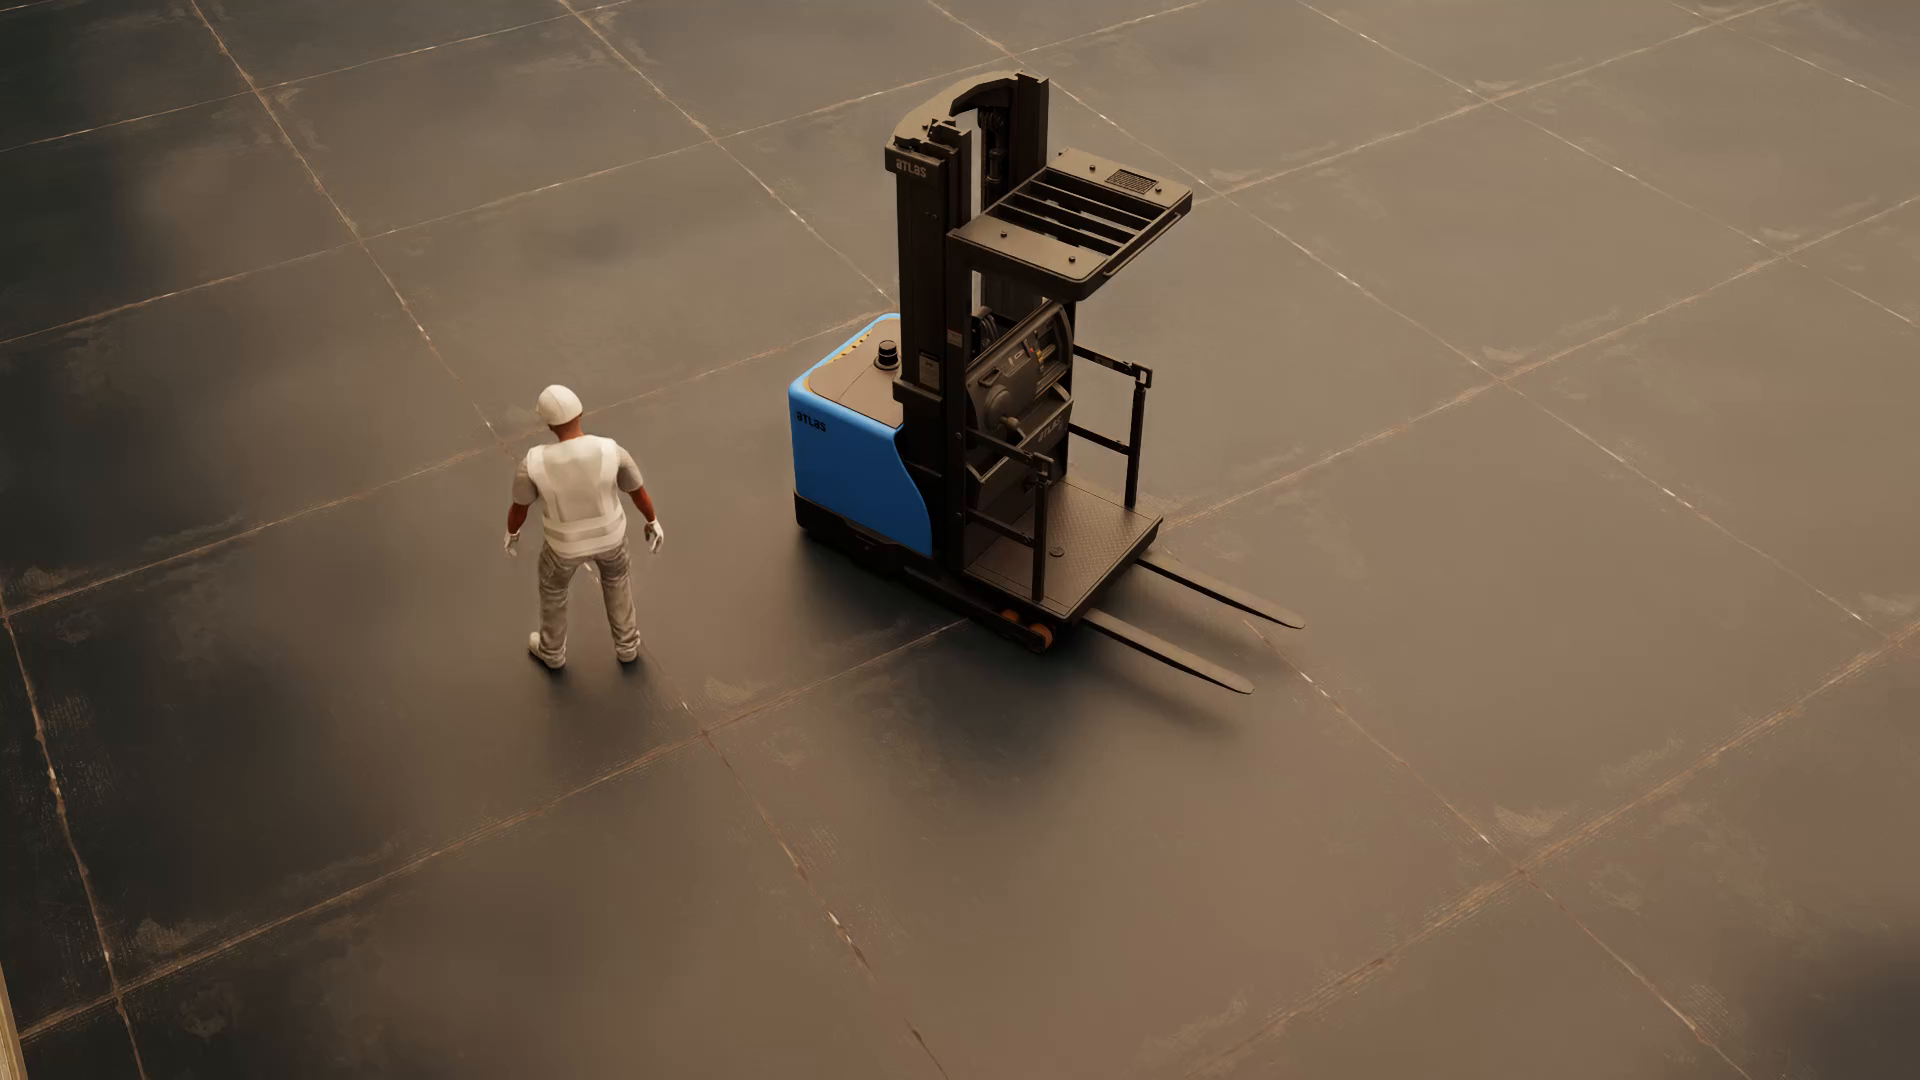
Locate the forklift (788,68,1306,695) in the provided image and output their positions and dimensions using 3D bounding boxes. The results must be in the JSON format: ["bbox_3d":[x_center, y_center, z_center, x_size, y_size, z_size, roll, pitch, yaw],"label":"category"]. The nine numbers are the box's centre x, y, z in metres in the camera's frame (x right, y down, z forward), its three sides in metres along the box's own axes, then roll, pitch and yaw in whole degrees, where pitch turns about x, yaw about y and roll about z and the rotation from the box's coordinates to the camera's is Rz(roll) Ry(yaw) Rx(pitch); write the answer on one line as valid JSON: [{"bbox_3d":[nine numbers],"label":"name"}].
[{"bbox_3d":[0.496,-0.872,8.869,3.031,2.935,1.130,25,47,26],"label":"forklift"}]

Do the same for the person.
[{"bbox_3d":[-2.009,-0.059,8.835,0.821,1.753,0.417,-13,43,-14],"label":"person"}]
